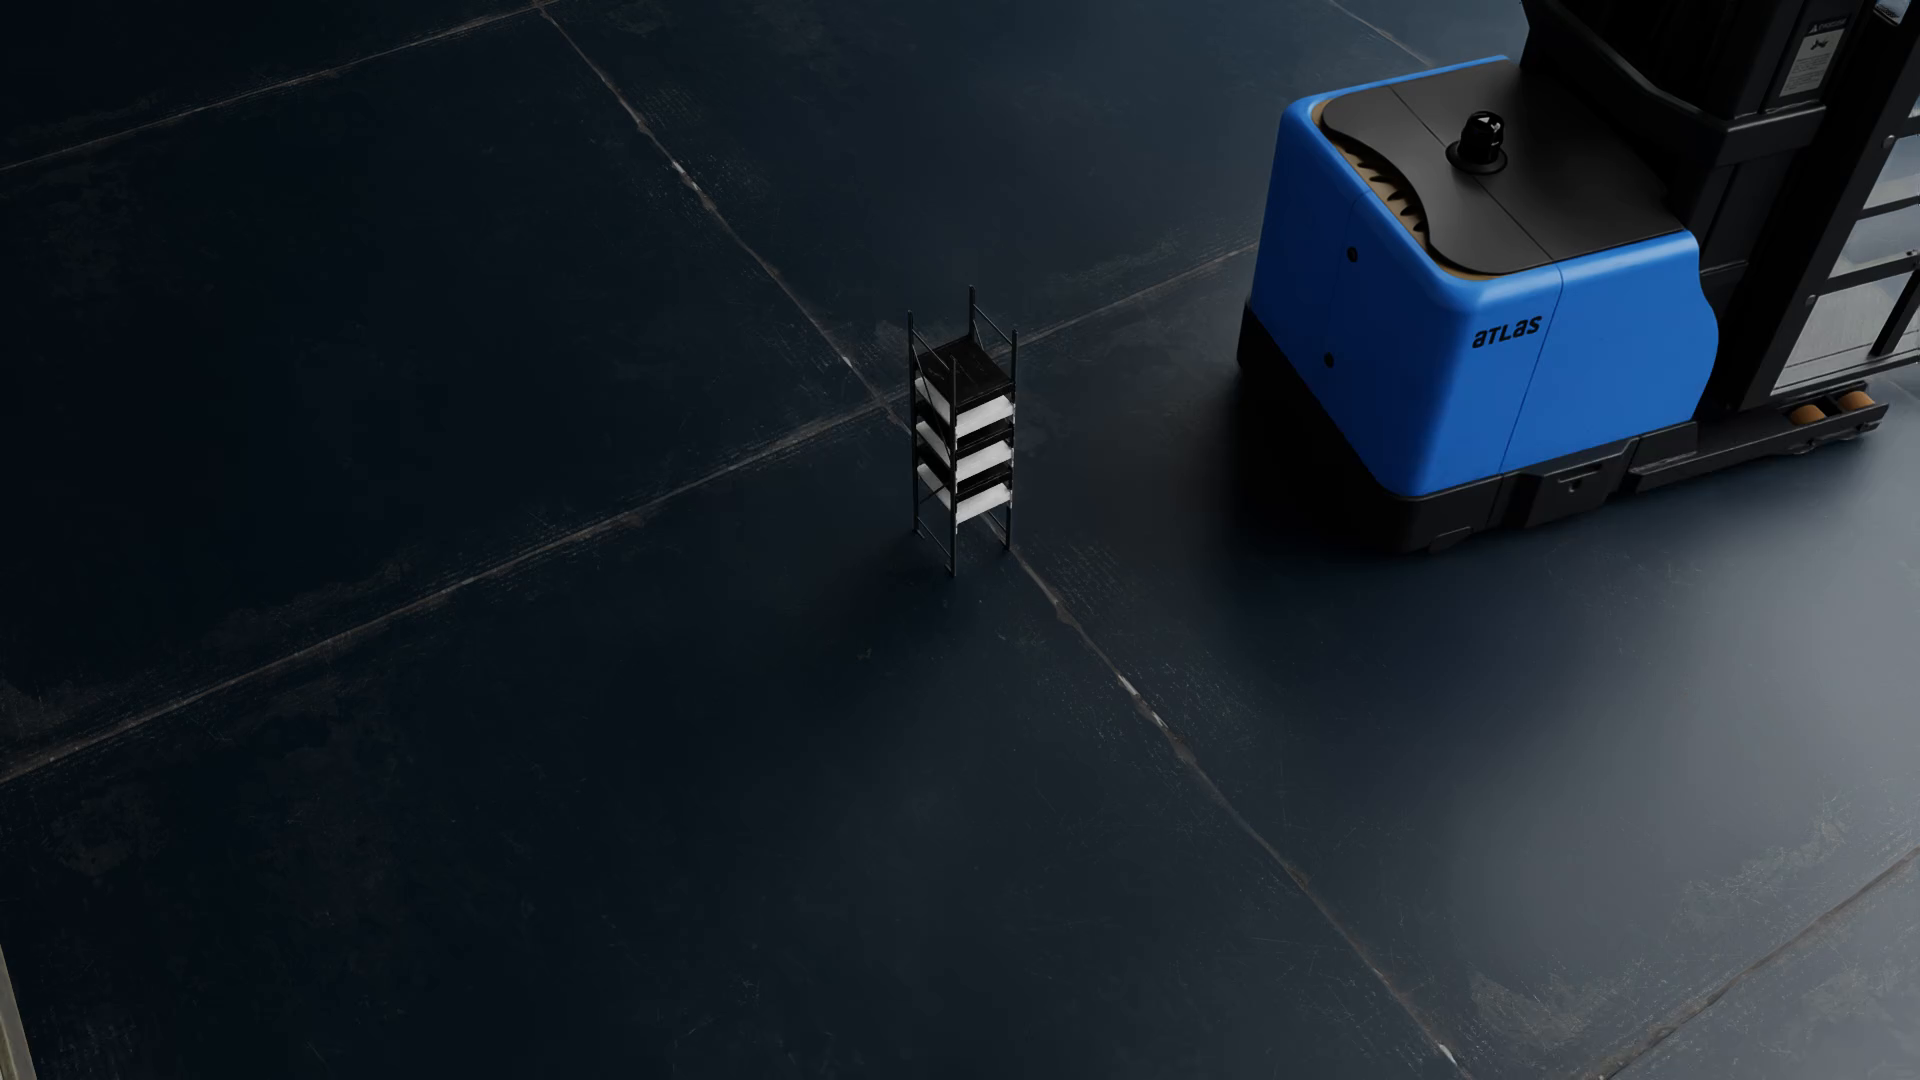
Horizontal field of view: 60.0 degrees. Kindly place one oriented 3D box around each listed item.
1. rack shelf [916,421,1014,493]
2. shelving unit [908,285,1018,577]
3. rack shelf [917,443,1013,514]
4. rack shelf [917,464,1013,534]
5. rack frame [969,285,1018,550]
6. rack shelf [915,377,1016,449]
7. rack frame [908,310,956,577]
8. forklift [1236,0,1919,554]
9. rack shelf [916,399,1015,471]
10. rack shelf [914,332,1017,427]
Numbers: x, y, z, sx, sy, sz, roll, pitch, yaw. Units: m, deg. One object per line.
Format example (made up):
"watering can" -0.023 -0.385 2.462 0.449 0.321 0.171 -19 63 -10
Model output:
"rack shelf" 0.007 -0.280 4.942 0.200 0.077 0.258 -25 53 -21
"shelving unit" 0.007 -0.303 4.917 0.210 0.900 0.258 -25 53 -21
"rack shelf" 0.007 -0.220 5.009 0.200 0.077 0.258 -25 53 -21
"rack shelf" 0.007 -0.161 5.076 0.200 0.077 0.258 -25 53 -21
"rack frame" 0.093 -0.343 4.953 0.006 0.900 0.240 -25 53 -21
"rack shelf" 0.007 -0.400 4.807 0.200 0.077 0.258 -25 53 -21
"rack frame" -0.079 -0.262 4.881 0.006 0.900 0.240 -25 53 -21
"forklift" 2.522 -1.615 4.726 3.031 2.935 1.130 -15 50 -13
"rack shelf" 0.007 -0.340 4.874 0.200 0.077 0.258 -25 53 -21
"rack shelf" 0.007 -0.460 4.740 0.200 0.077 0.258 -25 53 -21
